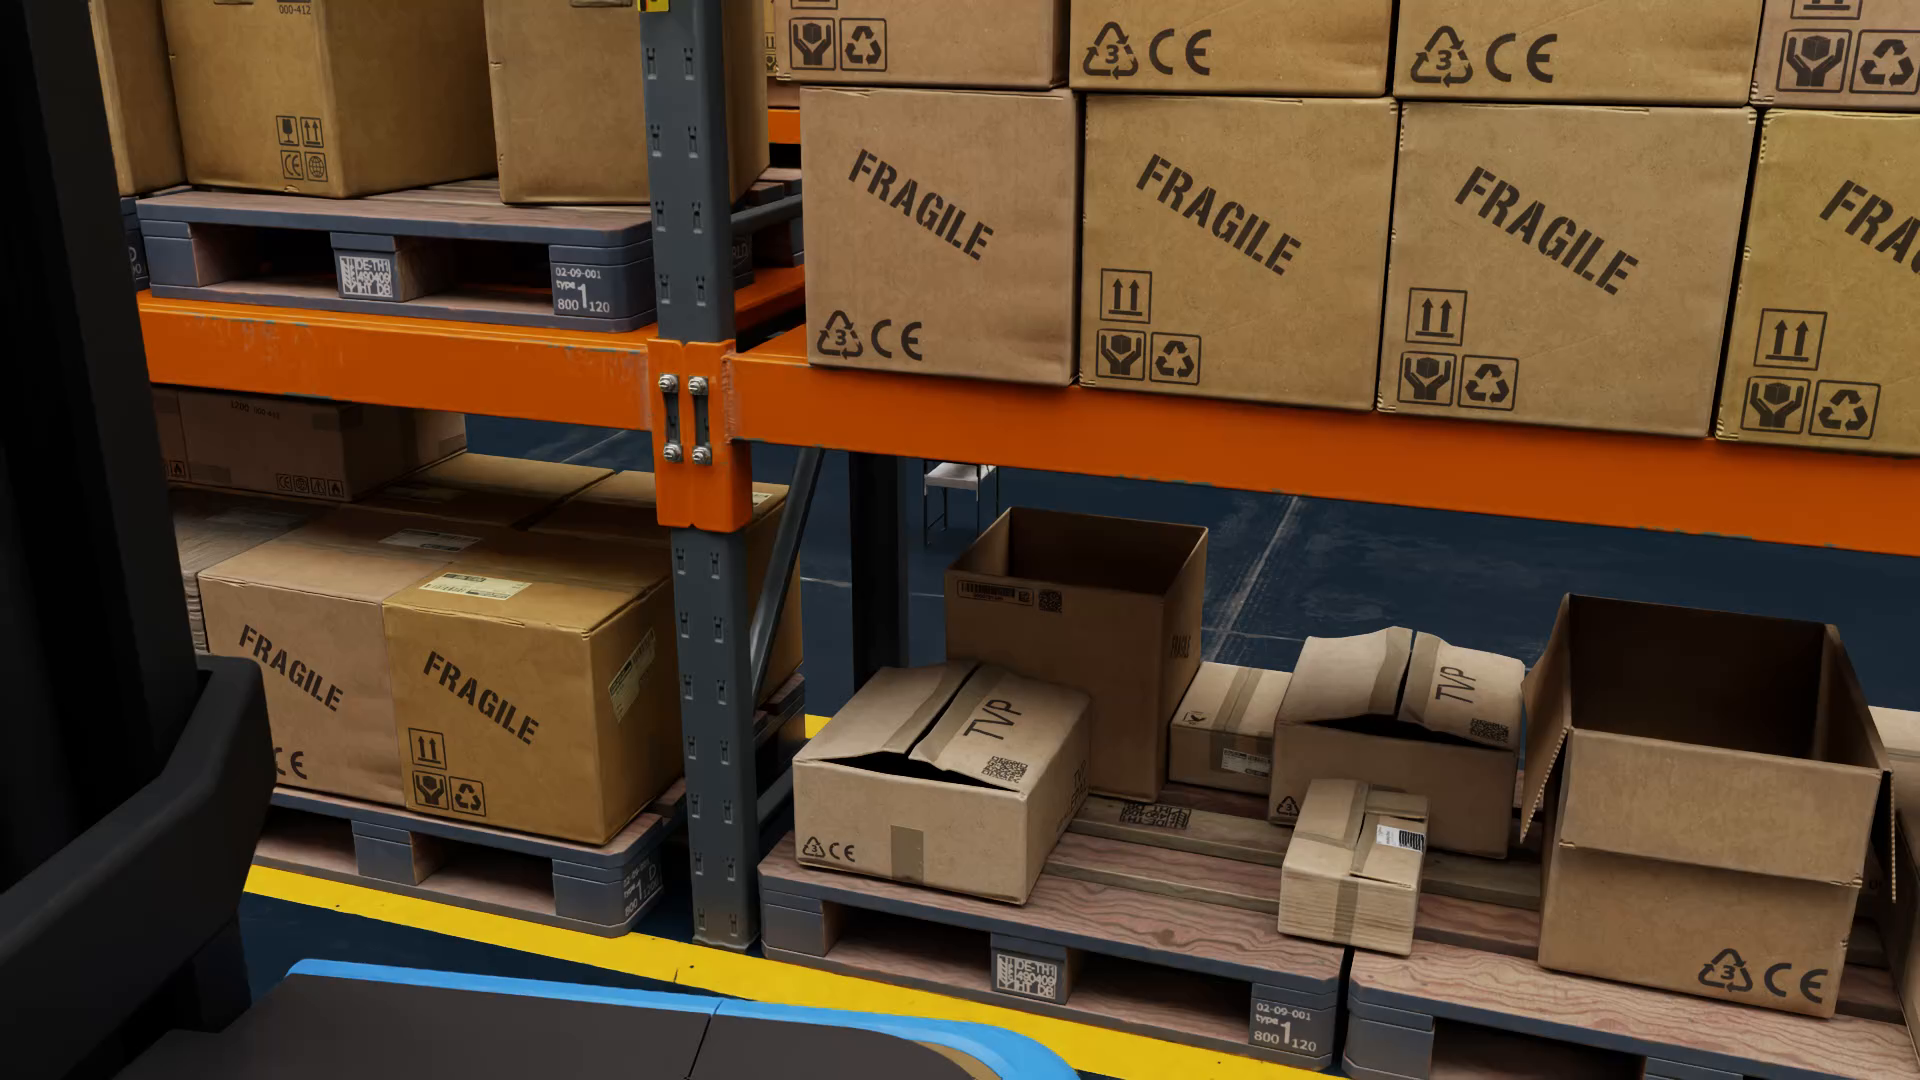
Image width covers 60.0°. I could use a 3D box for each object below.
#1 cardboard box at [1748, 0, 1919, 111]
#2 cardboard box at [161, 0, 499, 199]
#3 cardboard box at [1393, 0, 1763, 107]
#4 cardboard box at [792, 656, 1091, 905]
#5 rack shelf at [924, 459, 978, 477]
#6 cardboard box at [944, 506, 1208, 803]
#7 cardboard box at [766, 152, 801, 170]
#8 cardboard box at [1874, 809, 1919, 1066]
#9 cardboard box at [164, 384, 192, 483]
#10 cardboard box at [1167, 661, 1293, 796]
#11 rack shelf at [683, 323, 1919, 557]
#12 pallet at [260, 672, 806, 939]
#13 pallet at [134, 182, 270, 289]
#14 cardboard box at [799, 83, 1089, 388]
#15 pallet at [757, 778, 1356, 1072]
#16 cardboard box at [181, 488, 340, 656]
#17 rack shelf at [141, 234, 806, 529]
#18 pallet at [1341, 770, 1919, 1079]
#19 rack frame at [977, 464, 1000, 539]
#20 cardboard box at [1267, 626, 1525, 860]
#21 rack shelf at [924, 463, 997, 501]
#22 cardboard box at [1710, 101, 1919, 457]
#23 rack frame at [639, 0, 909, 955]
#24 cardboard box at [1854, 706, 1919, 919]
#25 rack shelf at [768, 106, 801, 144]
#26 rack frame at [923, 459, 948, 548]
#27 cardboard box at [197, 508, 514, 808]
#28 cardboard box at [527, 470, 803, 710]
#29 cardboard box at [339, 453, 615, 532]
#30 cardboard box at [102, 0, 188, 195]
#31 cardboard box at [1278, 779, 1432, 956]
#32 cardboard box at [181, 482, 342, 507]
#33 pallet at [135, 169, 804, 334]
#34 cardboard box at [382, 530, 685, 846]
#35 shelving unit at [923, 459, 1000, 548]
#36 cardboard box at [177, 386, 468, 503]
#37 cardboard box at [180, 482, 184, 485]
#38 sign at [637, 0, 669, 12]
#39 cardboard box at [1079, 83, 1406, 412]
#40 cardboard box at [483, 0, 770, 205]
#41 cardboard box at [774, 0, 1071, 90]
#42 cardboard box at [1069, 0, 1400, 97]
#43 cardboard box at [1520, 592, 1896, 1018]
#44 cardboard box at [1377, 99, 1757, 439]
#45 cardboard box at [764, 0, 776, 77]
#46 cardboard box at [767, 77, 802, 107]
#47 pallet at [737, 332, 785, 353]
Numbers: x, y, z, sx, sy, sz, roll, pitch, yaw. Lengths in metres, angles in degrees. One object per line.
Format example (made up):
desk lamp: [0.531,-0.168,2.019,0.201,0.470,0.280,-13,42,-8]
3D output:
cardboard box: [1.462,-0.909,2.455,0.500,0.500,0.500,7,20,20]
cardboard box: [-1.396,-1.115,3.929,0.500,0.500,0.700,10,22,27]
cardboard box: [0.974,-0.964,2.615,0.500,0.500,0.500,6,20,16]
cardboard box: [-0.026,0.480,3.559,0.500,0.311,0.500,7,20,18]
rack shelf: [0.008,-0.308,5.966,0.200,0.077,0.258,7,20,18]
cardboard box: [0.280,0.251,3.927,0.500,0.500,0.500,7,20,18]
cardboard box: [-1.031,-1.634,8.834,0.750,0.750,0.750,6,20,18]
cardboard box: [1.945,0.734,2.922,0.500,0.250,0.500,7,20,18]
cardboard box: [-2.147,-0.366,4.560,0.500,0.250,0.500,6,20,17]
cardboard box: [0.654,0.439,3.922,0.250,0.149,0.380,7,20,18]
rack shelf: [1.538,-0.139,3.010,4.000,0.370,1.077,7,20,18]
pallet: [-1.132,0.546,4.189,1.213,0.211,1.003,7,20,18]
pallet: [-2.292,-0.827,4.184,1.213,0.211,1.003,7,20,18]
cardboard box: [0.040,-0.602,3.094,0.500,0.500,0.500,7,20,19]
pallet: [0.297,0.697,3.757,1.213,0.211,1.003,7,20,18]
cardboard box: [-1.850,0.203,4.065,0.500,0.500,0.500,7,20,19]
rack shelf: [-2.241,-0.571,4.250,4.000,0.370,1.077,7,20,18]
pallet: [1.453,0.828,3.381,1.213,0.211,1.003,7,20,18]
rack frame: [0.104,-0.413,5.894,0.006,0.900,0.240,7,20,18]
cardboard box: [0.988,0.422,3.726,0.500,0.311,0.500,7,20,18]
rack shelf: [0.008,-0.223,5.996,0.200,0.077,0.258,7,20,18]
cardboard box: [1.478,-0.439,2.625,0.500,0.500,0.500,6,20,17]
rack frame: [-0.352,-0.695,3.512,0.127,3.000,1.000,7,20,18]
cardboard box: [2.062,0.573,3.384,0.500,0.250,0.500,7,20,18]
rack shelf: [-0.619,-2.112,8.670,4.000,0.370,1.077,7,20,18]
rack frame: [-0.088,-0.435,5.957,0.006,0.900,0.240,7,20,18]
cardboard box: [-1.376,0.258,3.909,0.500,0.500,0.500,7,20,18]
cardboard box: [-0.729,0.150,4.218,0.500,0.500,0.500,6,20,16]
cardboard box: [-1.236,0.096,4.373,0.500,0.500,0.500,7,20,19]
cardboard box: [-2.041,-1.112,3.919,0.500,0.500,0.700,1,19,4]
cardboard box: [0.794,0.638,3.324,0.250,0.166,0.380,7,20,18]
cardboard box: [-1.706,0.039,4.535,0.500,0.500,0.500,7,20,19]
pallet: [-1.071,-0.724,3.888,1.213,0.211,1.003,7,20,18]
cardboard box: [-0.912,0.314,3.748,0.500,0.500,0.500,6,20,18]
shelving unit: [0.008,-0.424,5.926,0.210,0.900,0.258,7,20,18]
cardboard box: [-1.673,-0.312,4.405,0.500,0.250,0.500,7,20,18]
cardboard box: [-2.183,-0.015,4.692,0.500,0.500,0.500,6,20,16]
sign: [-0.530,-1.068,2.825,0.005,0.325,0.100,7,20,18]
cardboard box: [0.525,-0.548,2.939,0.500,0.500,0.500,7,20,19]
cardboard box: [-0.726,-1.061,3.773,0.500,0.500,0.700,0,19,0]
cardboard box: [0.001,-1.076,2.934,0.500,0.500,0.500,7,20,19]
cardboard box: [0.489,-1.020,2.774,0.500,0.500,0.500,6,20,16]
cardboard box: [1.425,0.478,3.273,0.637,0.503,0.797,7,20,18]
cardboard box: [0.997,-0.493,2.782,0.500,0.500,0.500,6,20,18]
cardboard box: [-0.679,-2.565,8.244,0.500,0.500,0.500,7,20,20]
cardboard box: [-0.820,-2.288,8.435,0.250,0.149,0.380,7,20,18]
pallet: [-0.639,-1.110,8.939,1.213,0.211,1.003,7,20,18]
